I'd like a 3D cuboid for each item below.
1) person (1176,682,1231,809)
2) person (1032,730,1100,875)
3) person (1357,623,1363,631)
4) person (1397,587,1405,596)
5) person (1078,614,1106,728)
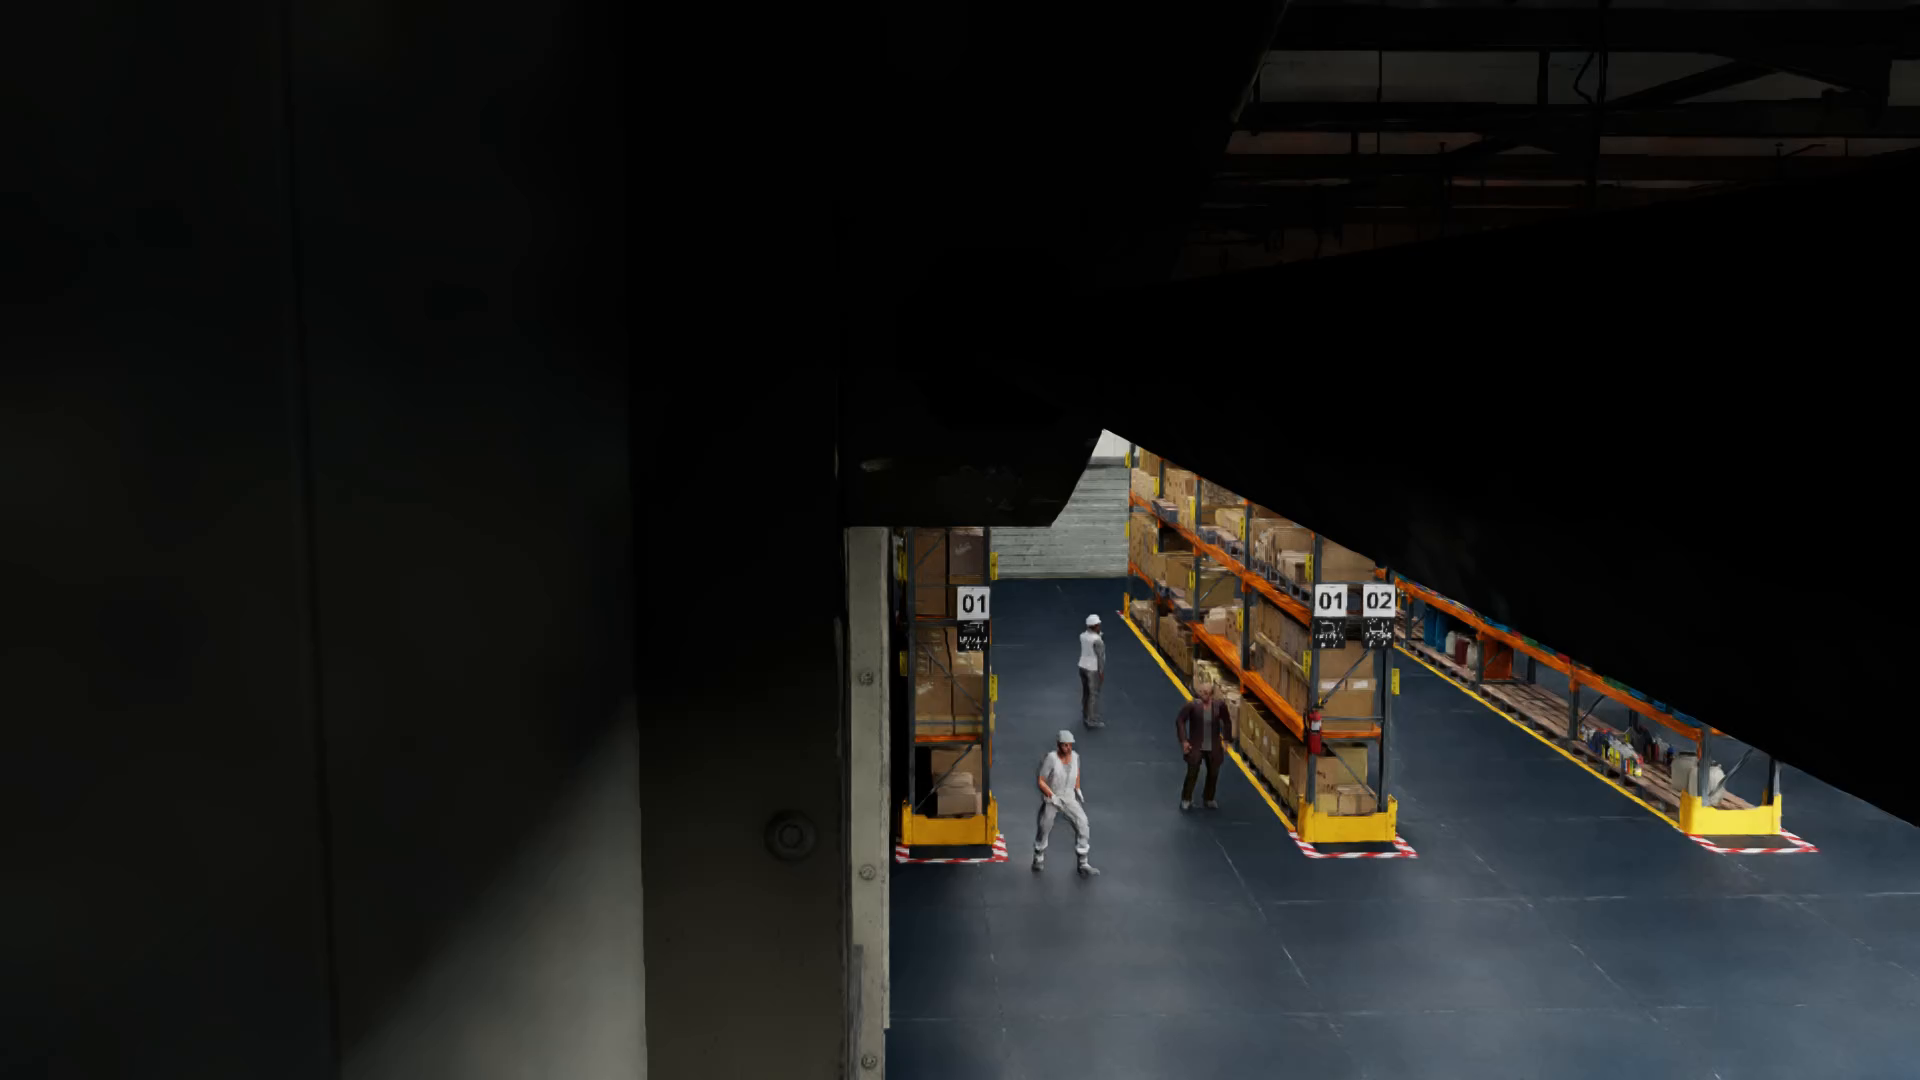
[{"bbox_3d":[3.192,2.687,21.848,0.729,1.733,0.546,0,7,-4],"label":"person"},{"bbox_3d":[1.167,3.012,19.244,0.675,1.723,0.793,-3,8,-22],"label":"person"},{"bbox_3d":[7.800,1.309,32.307,0.574,1.764,0.669,3,8,22],"label":"person"},{"bbox_3d":[10.466,0.501,39.330,0.499,1.596,0.489,4,8,30],"label":"person"},{"bbox_3d":[2.140,2.052,26.460,0.463,1.782,0.598,-4,8,-30],"label":"person"}]
